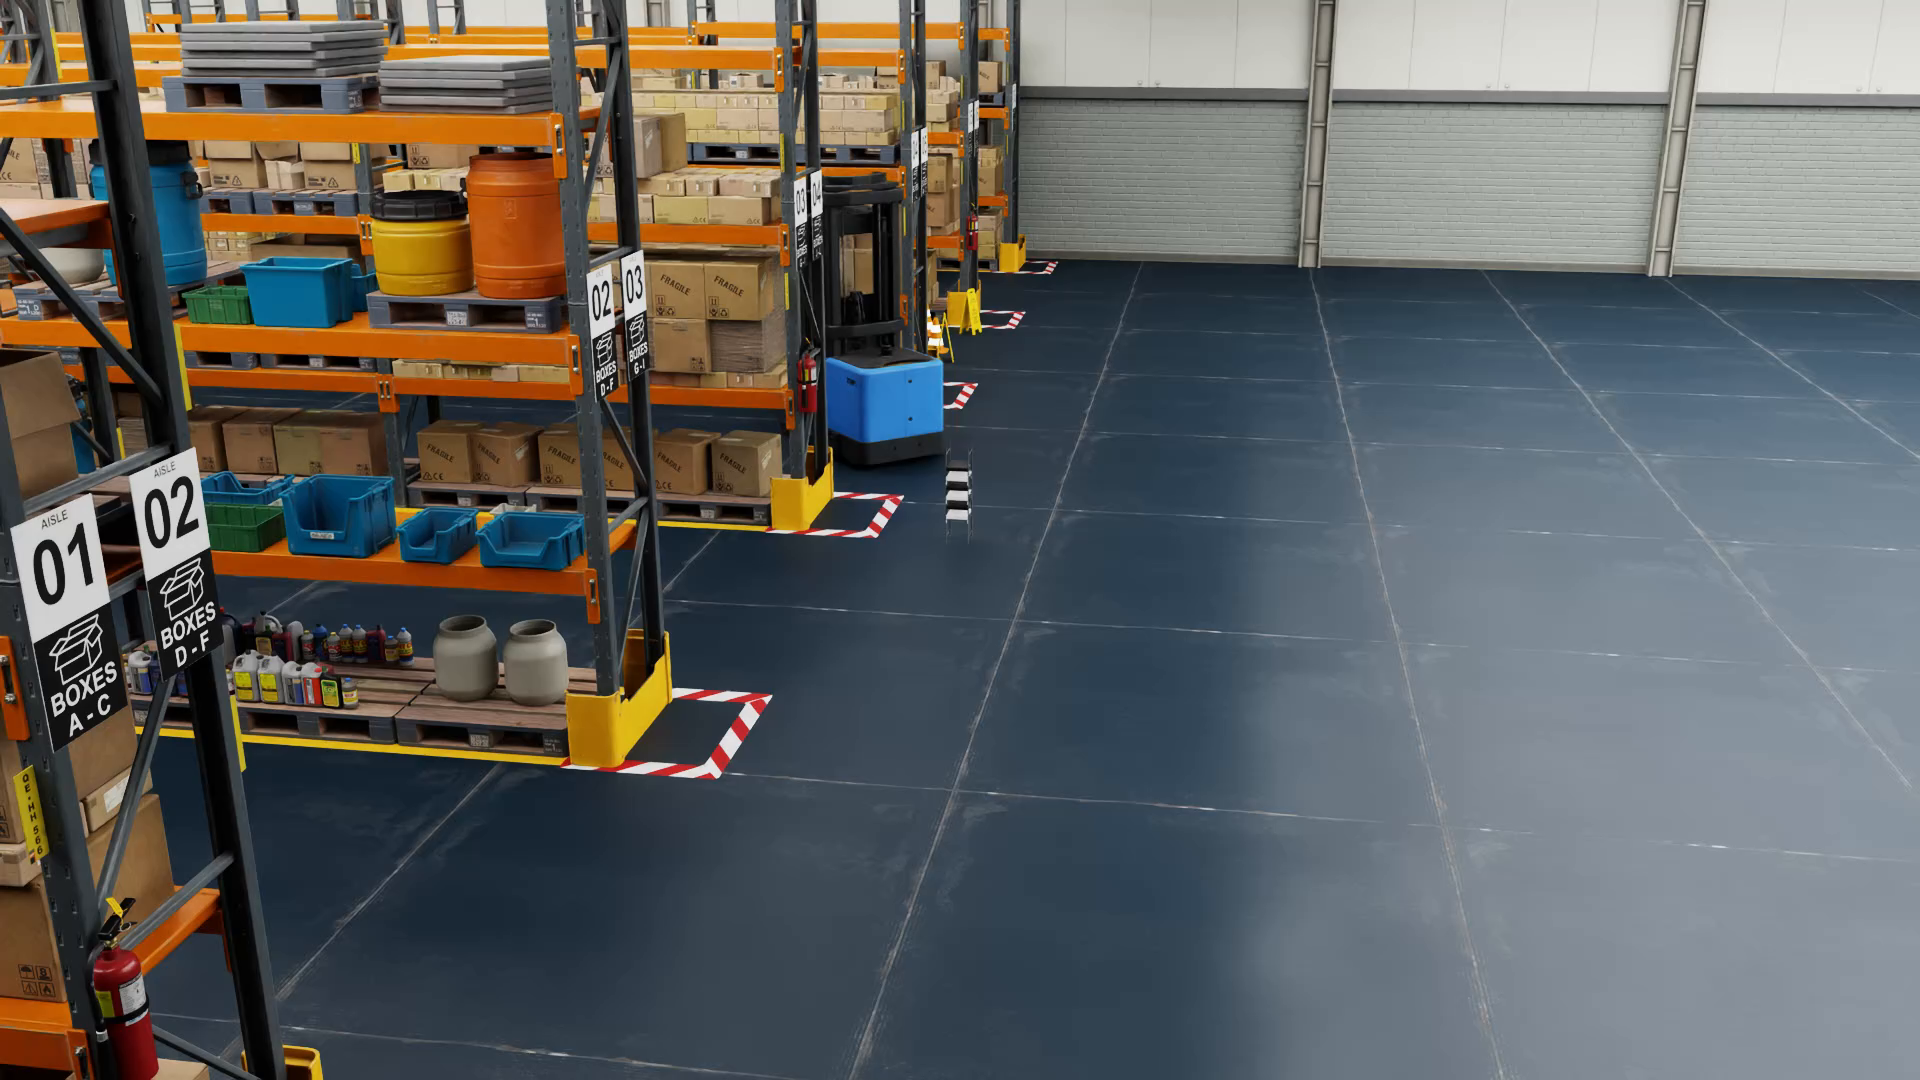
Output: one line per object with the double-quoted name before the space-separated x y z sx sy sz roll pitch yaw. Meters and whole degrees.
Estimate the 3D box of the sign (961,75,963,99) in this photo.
"sign" 0.030 -6.465 23.721 0.005 0.325 0.100 3 19 9

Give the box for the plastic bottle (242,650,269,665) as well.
"plastic bottle" -4.833 0.897 11.442 0.135 0.276 0.152 3 19 9

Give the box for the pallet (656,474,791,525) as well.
"pallet" -2.306 -0.424 16.184 1.213 0.211 1.003 3 19 9

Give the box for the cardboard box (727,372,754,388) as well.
"cardboard box" -1.995 -1.534 15.503 0.250 0.149 0.380 3 19 9

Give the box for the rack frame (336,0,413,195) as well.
"rack frame" -5.384 -4.737 15.225 0.127 3.000 1.000 3 19 9

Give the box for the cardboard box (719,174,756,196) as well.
"cardboard box" -1.996 -3.197 14.958 0.250 0.149 0.380 2 19 7

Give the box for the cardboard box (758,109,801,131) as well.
"cardboard box" -2.065 -4.966 19.586 0.500 0.250 0.500 3 19 8

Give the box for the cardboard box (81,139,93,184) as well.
"cardboard box" -7.912 -3.646 15.747 0.500 0.500 0.500 2 19 7

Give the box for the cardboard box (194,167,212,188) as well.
"cardboard box" -7.251 -3.466 15.860 0.250 0.166 0.380 2 19 7

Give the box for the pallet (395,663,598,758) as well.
"pallet" -3.104 1.152 11.475 1.213 0.211 1.003 3 19 9

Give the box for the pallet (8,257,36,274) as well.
"pallet" -11.664 -3.668 21.788 1.213 0.211 1.003 3 19 9

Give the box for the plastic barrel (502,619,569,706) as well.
"plastic barrel" -2.882 0.833 11.293 0.421 0.512 0.421 0 18 0

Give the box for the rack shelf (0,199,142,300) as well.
"rack shelf" -4.984 -1.002 5.827 4.000 0.370 1.077 3 19 9

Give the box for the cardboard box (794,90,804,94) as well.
"cardboard box" -1.830 -5.335 20.061 0.250 0.149 0.380 3 19 8

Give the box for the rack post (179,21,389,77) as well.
"rack post" -4.138 -3.036 10.260 0.954 0.300 0.937 3 19 8

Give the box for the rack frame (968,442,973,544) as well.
"rack frame" 0.092 -0.422 15.093 0.006 0.900 0.240 3 19 9

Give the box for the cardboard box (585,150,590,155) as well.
"cardboard box" -6.709 -7.000 30.263 0.250 0.149 0.380 3 19 10

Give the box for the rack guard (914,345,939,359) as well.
"rack guard" -0.524 -2.053 20.597 0.348 0.500 1.175 3 19 9

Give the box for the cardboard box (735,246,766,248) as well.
"cardboard box" -2.531 -3.417 20.499 0.500 0.550 0.875 3 19 9

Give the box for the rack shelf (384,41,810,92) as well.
"rack shelf" -3.409 -4.293 15.039 4.000 0.370 1.077 3 19 9

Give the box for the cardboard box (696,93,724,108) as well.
"cardboard box" -2.935 -5.180 19.597 0.250 0.149 0.380 3 19 9

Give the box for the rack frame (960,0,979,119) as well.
"rack frame" 0.138 -7.640 23.902 0.127 3.000 1.000 3 19 9

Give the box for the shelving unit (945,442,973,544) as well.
"shelving unit" -0.008 -0.427 15.108 0.210 0.900 0.258 3 19 9

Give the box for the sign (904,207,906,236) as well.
"sign" -0.648 -3.731 19.477 0.005 0.325 0.100 3 19 9

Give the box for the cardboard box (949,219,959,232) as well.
"cardboard box" -0.165 -4.758 25.139 0.250 0.149 0.380 3 19 9

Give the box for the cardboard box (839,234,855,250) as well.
"cardboard box" -1.466 -3.852 20.097 0.550 0.550 0.875 3 19 9

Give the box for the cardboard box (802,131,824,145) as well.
"cardboard box" -1.682 -4.738 19.533 0.250 0.149 0.380 3 19 9

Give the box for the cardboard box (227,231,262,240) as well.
"cardboard box" -9.003 -3.885 20.931 0.250 0.149 0.380 2 19 6

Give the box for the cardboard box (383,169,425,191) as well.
"cardboard box" -5.112 -3.319 15.324 0.250 0.149 0.380 2 19 7

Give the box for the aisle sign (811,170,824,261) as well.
"aisle sign" -1.325 -3.014 15.434 0.004 0.787 0.394 3 19 9

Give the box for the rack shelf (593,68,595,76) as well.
"rack shelf" -6.472 -5.855 20.332 4.000 0.370 1.077 3 19 9

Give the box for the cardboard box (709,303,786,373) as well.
"cardboard box" -1.973 -1.915 15.620 0.500 0.500 0.875 3 19 9

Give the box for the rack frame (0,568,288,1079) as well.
"rack frame" -3.009 1.413 6.300 0.127 3.000 1.000 3 19 9

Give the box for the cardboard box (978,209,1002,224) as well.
"cardboard box" 0.477 -5.803 29.963 0.500 0.250 0.500 3 19 8

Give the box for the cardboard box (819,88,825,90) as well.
"cardboard box" -2.172 -6.686 24.918 0.250 0.149 0.380 3 19 9

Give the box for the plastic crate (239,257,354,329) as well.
"plastic crate" -4.150 -1.555 10.469 0.575 0.384 0.392 3 19 9

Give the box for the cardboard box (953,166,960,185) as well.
"cardboard box" -0.117 -6.369 29.401 0.500 0.500 0.500 4 19 10

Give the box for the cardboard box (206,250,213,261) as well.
"cardboard box" -9.505 -3.629 21.102 0.250 0.149 0.380 3 19 10

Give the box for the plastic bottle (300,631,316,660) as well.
"plastic bottle" -4.699 0.753 11.989 0.097 0.201 0.097 0 18 0

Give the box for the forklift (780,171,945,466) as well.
"forklift" -1.375 -2.584 18.354 1.130 2.935 3.031 -11 22 -30

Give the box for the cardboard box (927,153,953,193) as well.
"cardboard box" -0.401 -5.415 24.505 0.500 0.500 0.700 2 19 7

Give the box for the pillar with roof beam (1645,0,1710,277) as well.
"pillar with roof beam" 11.542 -7.560 23.663 0.400 9.000 9.100 3 19 9

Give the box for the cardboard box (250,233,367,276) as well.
"cardboard box" -6.146 -2.459 16.265 1.000 1.000 1.000 3 19 9

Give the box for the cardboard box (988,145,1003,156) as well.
"cardboard box" 0.624 -6.930 29.587 0.250 0.149 0.380 3 19 8

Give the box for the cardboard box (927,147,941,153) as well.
"cardboard box" -0.486 -6.820 29.257 0.250 0.149 0.380 3 19 10

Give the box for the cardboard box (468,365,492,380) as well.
"cardboard box" -4.475 -1.637 15.812 0.250 0.149 0.380 3 19 9

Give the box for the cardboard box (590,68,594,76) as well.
"cardboard box" -6.301 -8.357 29.794 0.500 0.500 0.500 3 19 9

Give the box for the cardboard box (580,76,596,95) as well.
"cardboard box" -5.415 -6.818 24.958 0.500 0.250 0.500 3 19 10

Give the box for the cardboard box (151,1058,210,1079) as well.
"cardboard box" -3.503 2.421 6.959 0.500 0.250 0.500 3 19 9

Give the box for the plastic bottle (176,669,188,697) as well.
"plastic bottle" -5.252 0.888 11.351 0.185 0.351 0.144 2 19 6

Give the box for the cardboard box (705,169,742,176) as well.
"cardboard box" -2.179 -3.335 15.370 0.250 0.149 0.380 3 19 8

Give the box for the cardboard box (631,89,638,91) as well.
"cardboard box" -4.085 -5.450 20.404 0.250 0.149 0.380 3 19 8

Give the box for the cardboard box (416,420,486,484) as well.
"cardboard box" -4.995 -0.873 16.409 0.500 0.500 0.500 2 19 7

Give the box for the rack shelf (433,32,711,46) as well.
"rack shelf" -5.786 -7.411 24.982 4.000 0.370 1.077 3 19 9

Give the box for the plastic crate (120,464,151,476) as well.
"plastic crate" -5.673 -0.244 11.351 0.504 0.338 0.767 3 19 9
